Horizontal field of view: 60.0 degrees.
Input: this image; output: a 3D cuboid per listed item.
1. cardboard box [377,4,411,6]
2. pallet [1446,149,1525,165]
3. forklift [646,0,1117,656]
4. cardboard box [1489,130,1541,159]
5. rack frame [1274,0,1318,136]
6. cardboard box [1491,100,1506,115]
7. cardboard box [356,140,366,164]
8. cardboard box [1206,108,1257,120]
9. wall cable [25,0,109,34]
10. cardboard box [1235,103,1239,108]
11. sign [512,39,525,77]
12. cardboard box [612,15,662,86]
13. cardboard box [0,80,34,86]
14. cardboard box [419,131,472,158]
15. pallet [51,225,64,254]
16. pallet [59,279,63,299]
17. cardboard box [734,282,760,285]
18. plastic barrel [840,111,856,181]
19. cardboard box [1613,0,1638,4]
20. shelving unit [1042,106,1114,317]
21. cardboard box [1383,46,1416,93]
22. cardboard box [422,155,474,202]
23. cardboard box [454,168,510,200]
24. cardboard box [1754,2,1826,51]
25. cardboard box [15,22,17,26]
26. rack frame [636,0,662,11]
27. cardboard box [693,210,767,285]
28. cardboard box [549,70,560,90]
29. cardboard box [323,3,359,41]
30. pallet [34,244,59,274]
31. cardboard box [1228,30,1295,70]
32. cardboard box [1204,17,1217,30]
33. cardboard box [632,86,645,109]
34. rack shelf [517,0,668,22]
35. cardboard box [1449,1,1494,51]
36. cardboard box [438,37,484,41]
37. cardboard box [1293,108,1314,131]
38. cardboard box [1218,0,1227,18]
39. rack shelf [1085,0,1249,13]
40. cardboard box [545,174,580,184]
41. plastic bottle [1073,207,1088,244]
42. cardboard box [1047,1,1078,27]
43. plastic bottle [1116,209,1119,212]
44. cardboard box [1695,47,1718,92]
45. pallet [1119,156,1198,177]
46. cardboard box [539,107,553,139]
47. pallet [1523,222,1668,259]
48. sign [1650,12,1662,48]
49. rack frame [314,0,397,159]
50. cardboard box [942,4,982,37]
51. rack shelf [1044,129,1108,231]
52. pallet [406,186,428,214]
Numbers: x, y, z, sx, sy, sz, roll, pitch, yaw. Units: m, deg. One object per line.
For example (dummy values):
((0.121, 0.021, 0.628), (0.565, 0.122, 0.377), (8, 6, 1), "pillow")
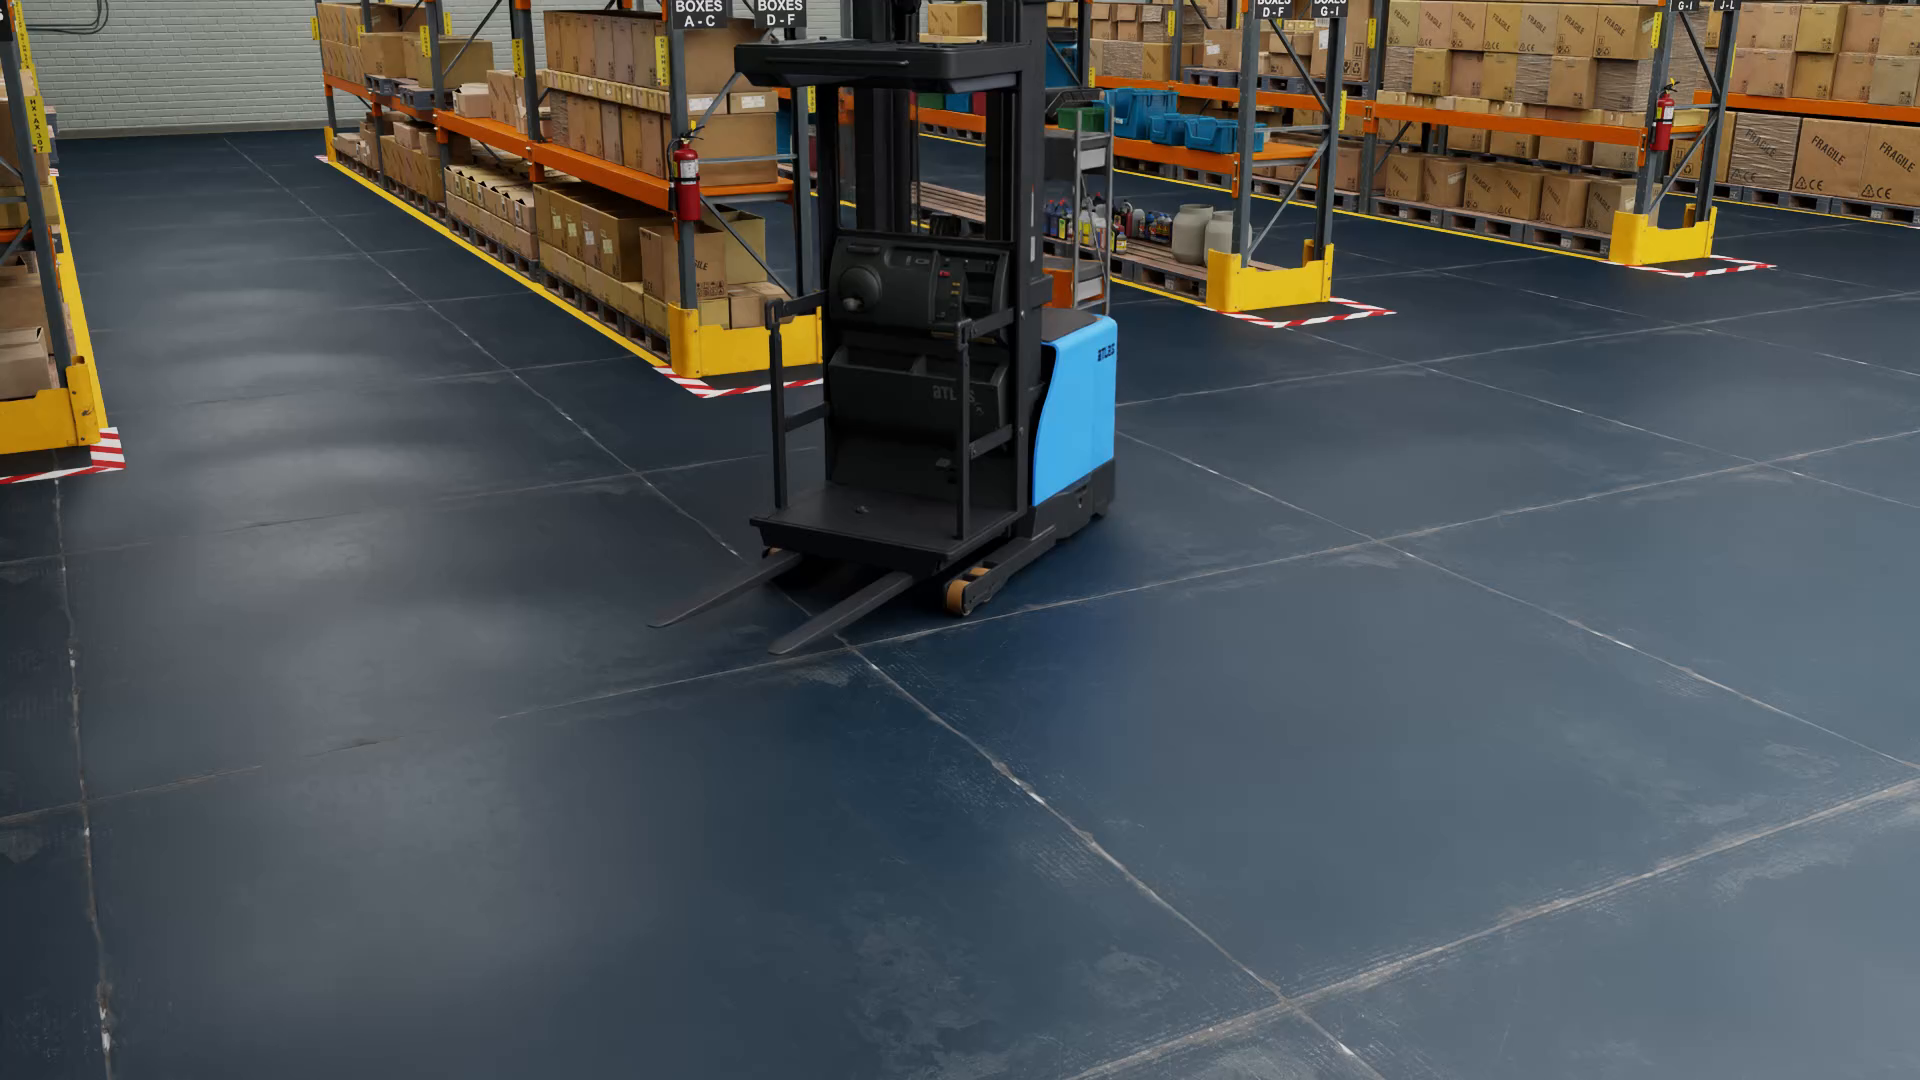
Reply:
((-7.972, -7.313, 23.541), (0.500, 0.500, 0.500), (-9, 21, -25), "cardboard box")
((8.080, -5.739, 24.939), (1.003, 0.211, 1.213), (-10, 21, -27), "pallet")
((-0.298, -1.205, 7.629), (1.130, 2.935, 3.031), (10, 21, 27), "forklift")
((8.400, -5.991, 24.200), (1.050, 0.750, 0.750), (-10, 21, -26), "cardboard box")
((5.872, -8.443, 28.502), (1.000, 3.000, 0.127), (-10, 21, -27), "rack frame")
((5.978, -4.687, 18.001), (0.380, 0.149, 0.250), (-10, 21, -27), "cardboard box")
((-8.137, -5.443, 23.253), (0.500, 0.311, 0.500), (-10, 21, -27), "cardboard box")
((3.703, -5.749, 22.701), (0.500, 0.250, 0.500), (-9, 21, -24), "cardboard box")
((-15.889, -9.598, 27.410), (3.097, 2.526, 0.112), (-10, 21, -27), "wall cable")
((5.128, -7.713, 29.656), (0.380, 0.149, 0.250), (-10, 21, -26), "cardboard box")
((-3.935, -4.297, 14.833), (0.100, 0.325, 0.005), (-10, 21, -27), "sign")
((-2.293, -3.832, 12.997), (0.700, 0.500, 0.500), (-10, 21, -26), "cardboard box")
((-6.604, -2.873, 11.409), (0.500, 0.500, 0.500), (-9, 21, -25), "cardboard box")
((-6.042, -4.651, 19.519), (0.500, 0.250, 0.500), (-9, 21, -25), "cardboard box")
((-10.027, -3.174, 17.506), (1.003, 0.211, 1.213), (-10, 21, -27), "pallet")
((-8.191, -2.011, 14.135), (1.003, 0.211, 1.213), (-10, 21, -27), "pallet")
((-1.862, -1.956, 13.273), (0.500, 0.250, 0.500), (-10, 21, -27), "cardboard box")
((-1.248, -5.099, 21.493), (0.600, 0.830, 0.708), (-10, 21, -27), "plastic barrel")
((11.354, -8.865, 28.036), (0.500, 0.500, 0.500), (-10, 21, -26), "cardboard box")
((0.515, -1.335, 9.273), (0.503, 2.100, 0.431), (12, 22, 31), "shelving unit")
((5.417, -5.457, 19.237), (0.875, 0.500, 0.500), (-10, 21, -27), "cardboard box")
((-6.012, -4.281, 19.597), (0.500, 0.500, 0.500), (-9, 21, -25), "cardboard box")
((-5.114, -3.841, 17.876), (0.500, 0.311, 0.500), (-11, 22, -28), "cardboard box")
((10.315, -6.301, 20.407), (0.875, 0.550, 0.550), (-10, 21, -27), "cardboard box")
((-10.937, -5.711, 18.795), (0.500, 0.250, 0.500), (-9, 21, -26), "cardboard box")
((-4.799, -8.085, 27.464), (1.000, 3.000, 0.127), (-10, 21, -27), "rack frame")
((-1.860, -2.311, 13.151), (0.500, 0.500, 0.500), (-10, 21, -27), "cardboard box")
((-3.385, -4.049, 14.619), (0.380, 0.149, 0.250), (-10, 21, -26), "cardboard box")
((-8.927, -7.522, 24.145), (0.500, 0.500, 0.500), (-10, 21, -26), "cardboard box")
((-9.349, -2.711, 16.165), (1.003, 0.211, 1.213), (-10, 21, -27), "pallet")
((4.003, -6.508, 22.096), (0.700, 0.500, 0.500), (-7, 20, -19), "cardboard box")
((4.688, -9.170, 29.999), (0.500, 0.500, 0.500), (-11, 22, -28), "cardboard box")
((-2.276, -3.381, 12.683), (0.380, 0.149, 0.250), (-10, 21, -26), "cardboard box")
((-2.512, -4.378, 13.224), (1.077, 0.370, 4.000), (-10, 21, -27), "rack shelf")
((5.724, -5.613, 18.156), (0.500, 0.500, 0.500), (-10, 21, -27), "cardboard box")
((-6.026, -5.724, 19.823), (0.700, 0.500, 0.500), (-6, 20, -16), "cardboard box")
((5.990, -7.207, 28.107), (0.500, 0.500, 0.500), (-9, 21, -25), "cardboard box")
((4.930, -9.494, 29.403), (0.500, 0.500, 0.500), (-9, 21, -25), "cardboard box")
((1.849, -5.144, 15.445), (1.077, 0.370, 4.000), (-10, 21, -27), "rack shelf")
((-4.170, -3.636, 17.283), (0.500, 0.311, 0.500), (-9, 21, -25), "cardboard box")
((1.209, -3.124, 16.472), (0.144, 0.351, 0.185), (-10, 21, -27), "plastic bottle")
((1.770, -8.043, 25.652), (0.797, 0.503, 0.637), (-11, 22, -28), "cardboard box")
((1.664, -3.329, 17.169), (0.061, 0.283, 0.133), (-8, 21, -23), "plastic bottle")
((9.857, -6.114, 21.520), (0.875, 0.550, 0.550), (-10, 21, -27), "cardboard box")
((3.051, -5.476, 24.176), (1.003, 0.211, 1.213), (-10, 21, -27), "pallet")
((-3.734, -3.938, 15.675), (0.500, 0.250, 0.500), (-9, 21, -23), "cardboard box")
((6.767, -3.202, 17.586), (1.003, 0.211, 1.213), (-10, 21, -27), "pallet")
((6.660, -4.876, 15.903), (0.100, 0.325, 0.005), (-10, 21, -27), "sign")
((-9.160, -7.319, 25.243), (1.000, 3.000, 0.127), (-10, 21, -27), "rack frame")
((0.039, -8.806, 28.176), (0.500, 0.500, 0.500), (-11, 22, -28), "cardboard box")
((0.514, -1.985, 9.054), (0.480, 0.518, 0.431), (12, 22, 31), "rack shelf")
((-6.258, -4.274, 20.695), (1.003, 0.211, 1.213), (-10, 21, -27), "pallet")
